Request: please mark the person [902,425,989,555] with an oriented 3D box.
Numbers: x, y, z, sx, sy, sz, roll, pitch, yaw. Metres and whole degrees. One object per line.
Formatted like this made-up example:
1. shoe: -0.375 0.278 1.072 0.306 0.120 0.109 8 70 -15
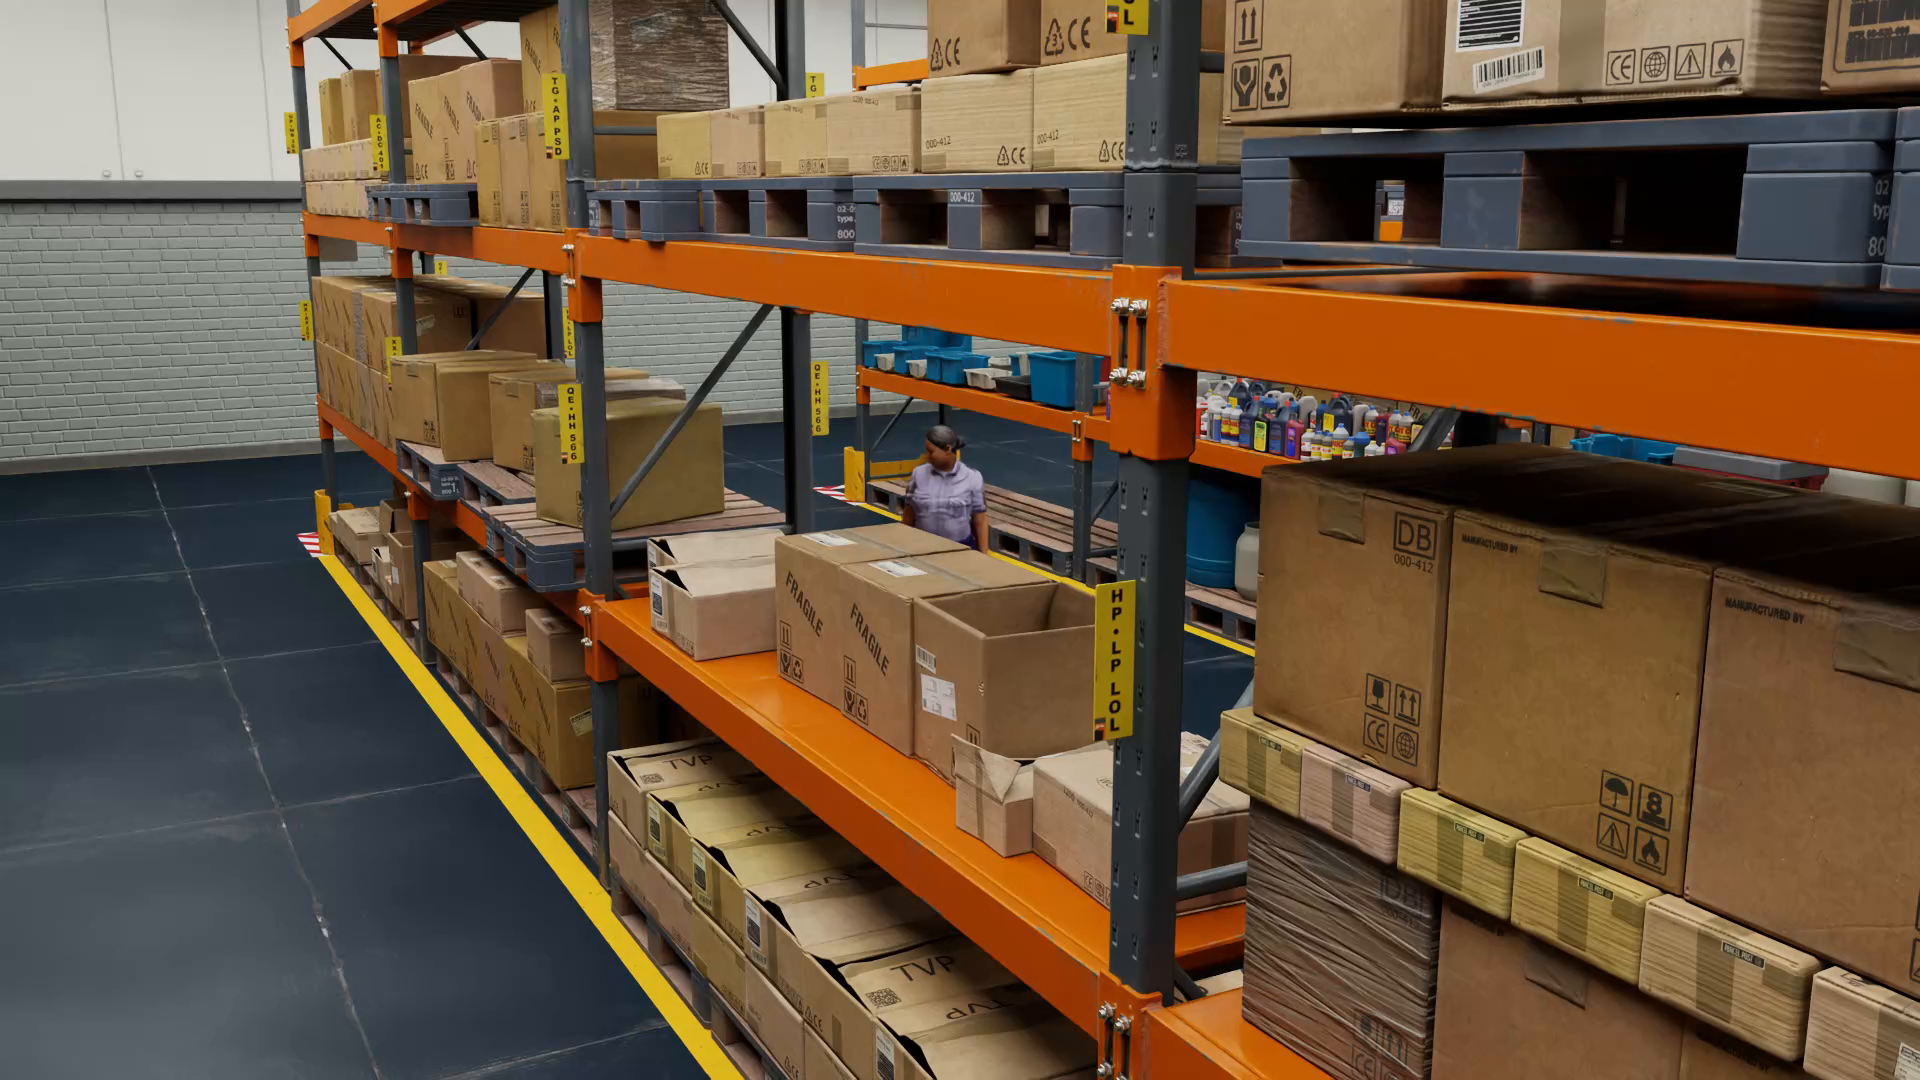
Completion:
1. person: -0.091 0.126 9.802 0.524 1.635 0.572 1 12 4
